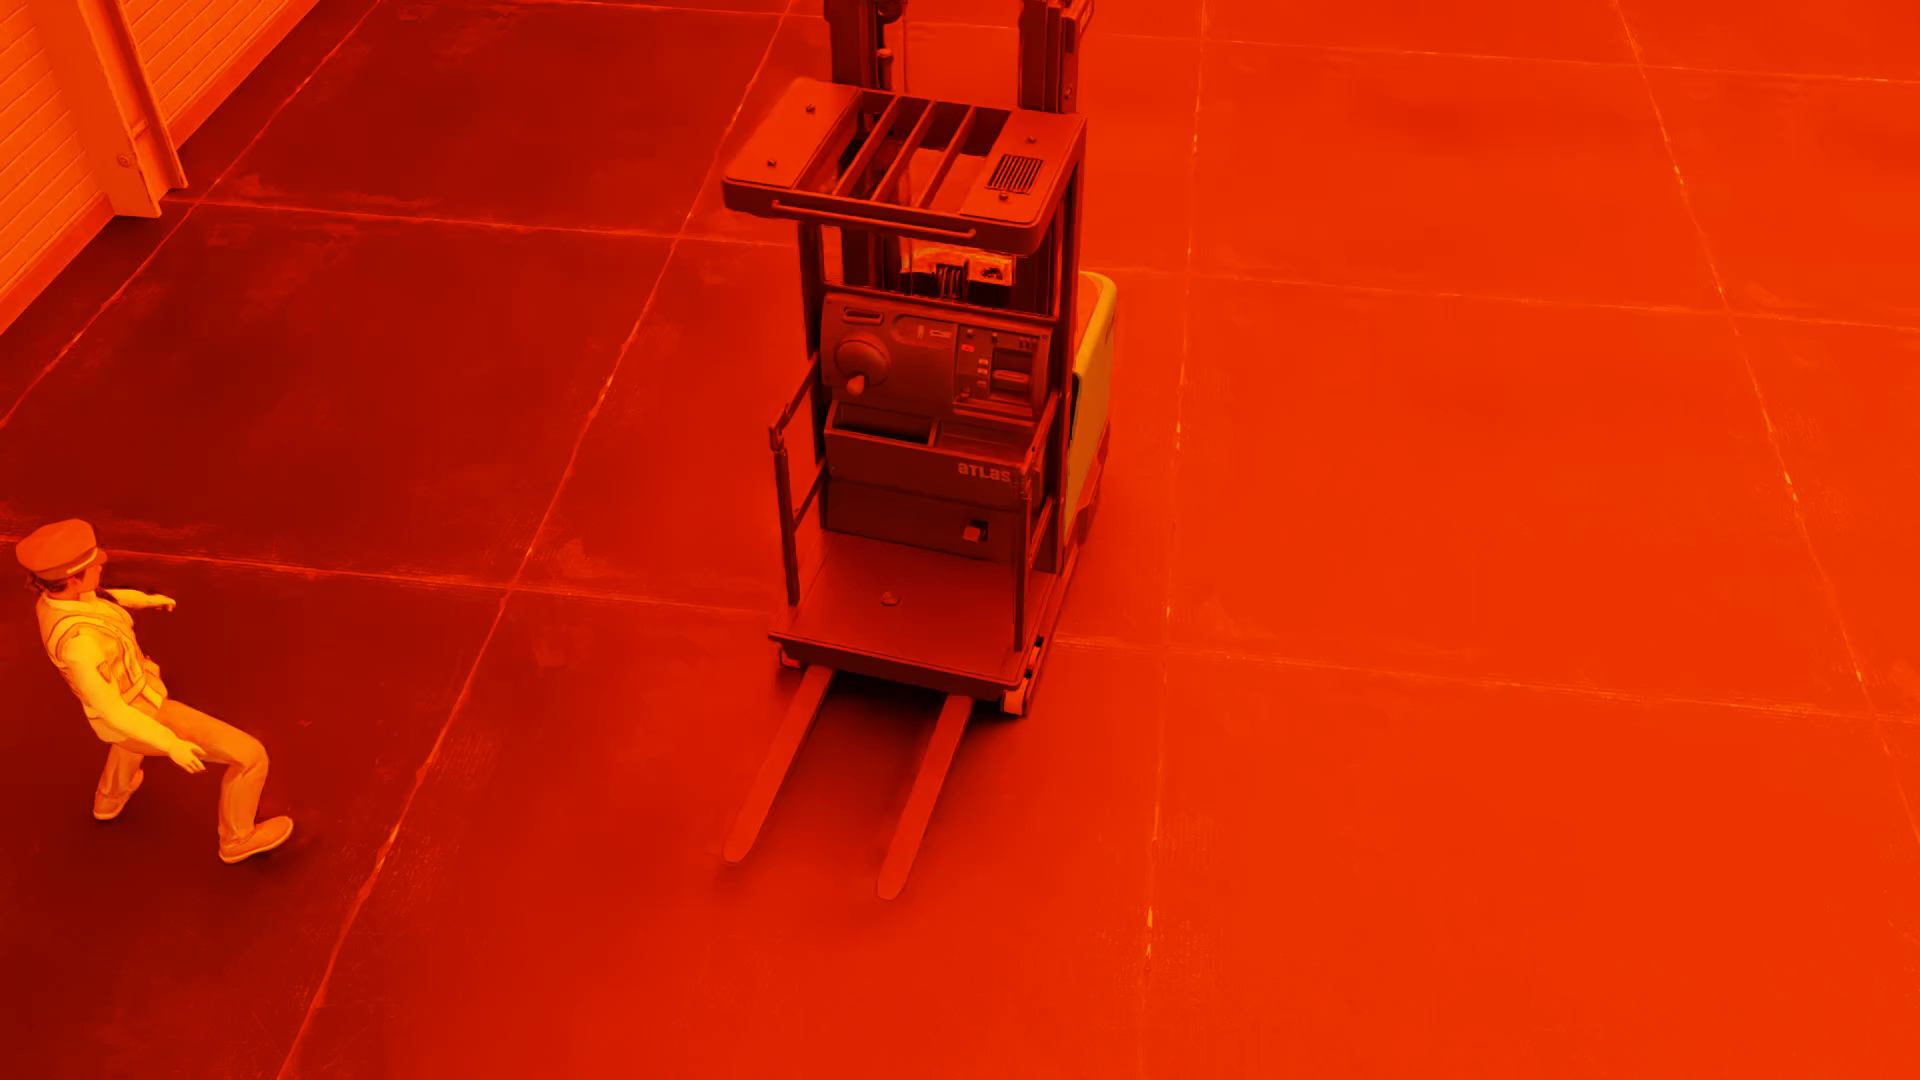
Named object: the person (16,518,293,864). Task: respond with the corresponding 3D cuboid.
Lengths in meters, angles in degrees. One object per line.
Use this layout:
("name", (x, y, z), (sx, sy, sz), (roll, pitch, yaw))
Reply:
("person", (-3.077, 0.557, 6.183), (0.662, 1.545, 0.881), (-24, 48, -24))

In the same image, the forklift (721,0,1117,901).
("forklift", (-0.158, -0.634, 6.415), (1.130, 2.935, 3.031), (11, 44, 12))
